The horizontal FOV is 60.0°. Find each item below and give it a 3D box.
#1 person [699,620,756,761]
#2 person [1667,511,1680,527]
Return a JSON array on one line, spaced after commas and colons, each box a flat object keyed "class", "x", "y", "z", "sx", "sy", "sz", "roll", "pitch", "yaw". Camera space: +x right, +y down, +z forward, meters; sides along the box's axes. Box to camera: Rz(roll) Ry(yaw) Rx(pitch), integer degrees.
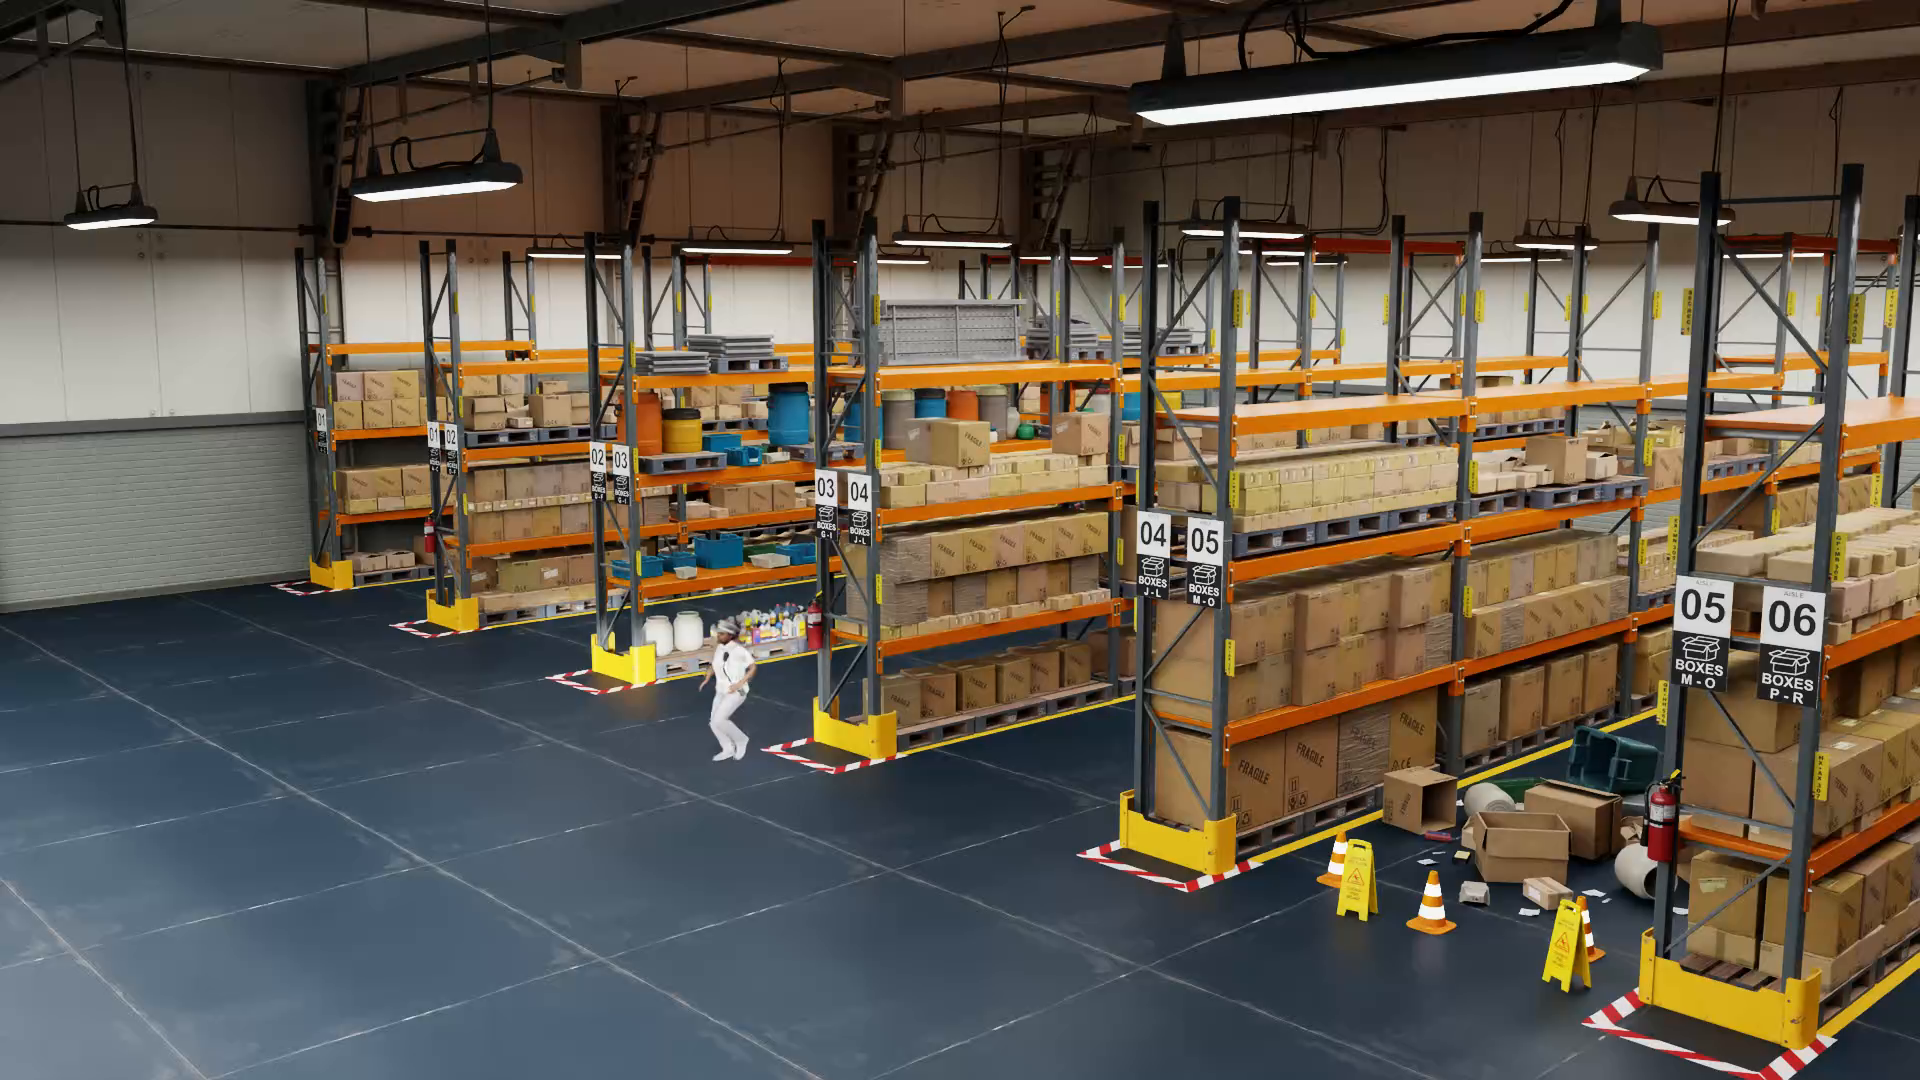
[{"class": "person", "x": -2.587, "y": 1.690, "z": 18.408, "sx": 0.680, "sy": 1.644, "sz": 0.567, "roll": 8, "pitch": 11, "yaw": 42}, {"class": "person", "x": 11.582, "y": 0.419, "z": 26.752, "sx": 0.657, "sy": 1.799, "sz": 0.924, "roll": 8, "pitch": 12, "yaw": 43}]
